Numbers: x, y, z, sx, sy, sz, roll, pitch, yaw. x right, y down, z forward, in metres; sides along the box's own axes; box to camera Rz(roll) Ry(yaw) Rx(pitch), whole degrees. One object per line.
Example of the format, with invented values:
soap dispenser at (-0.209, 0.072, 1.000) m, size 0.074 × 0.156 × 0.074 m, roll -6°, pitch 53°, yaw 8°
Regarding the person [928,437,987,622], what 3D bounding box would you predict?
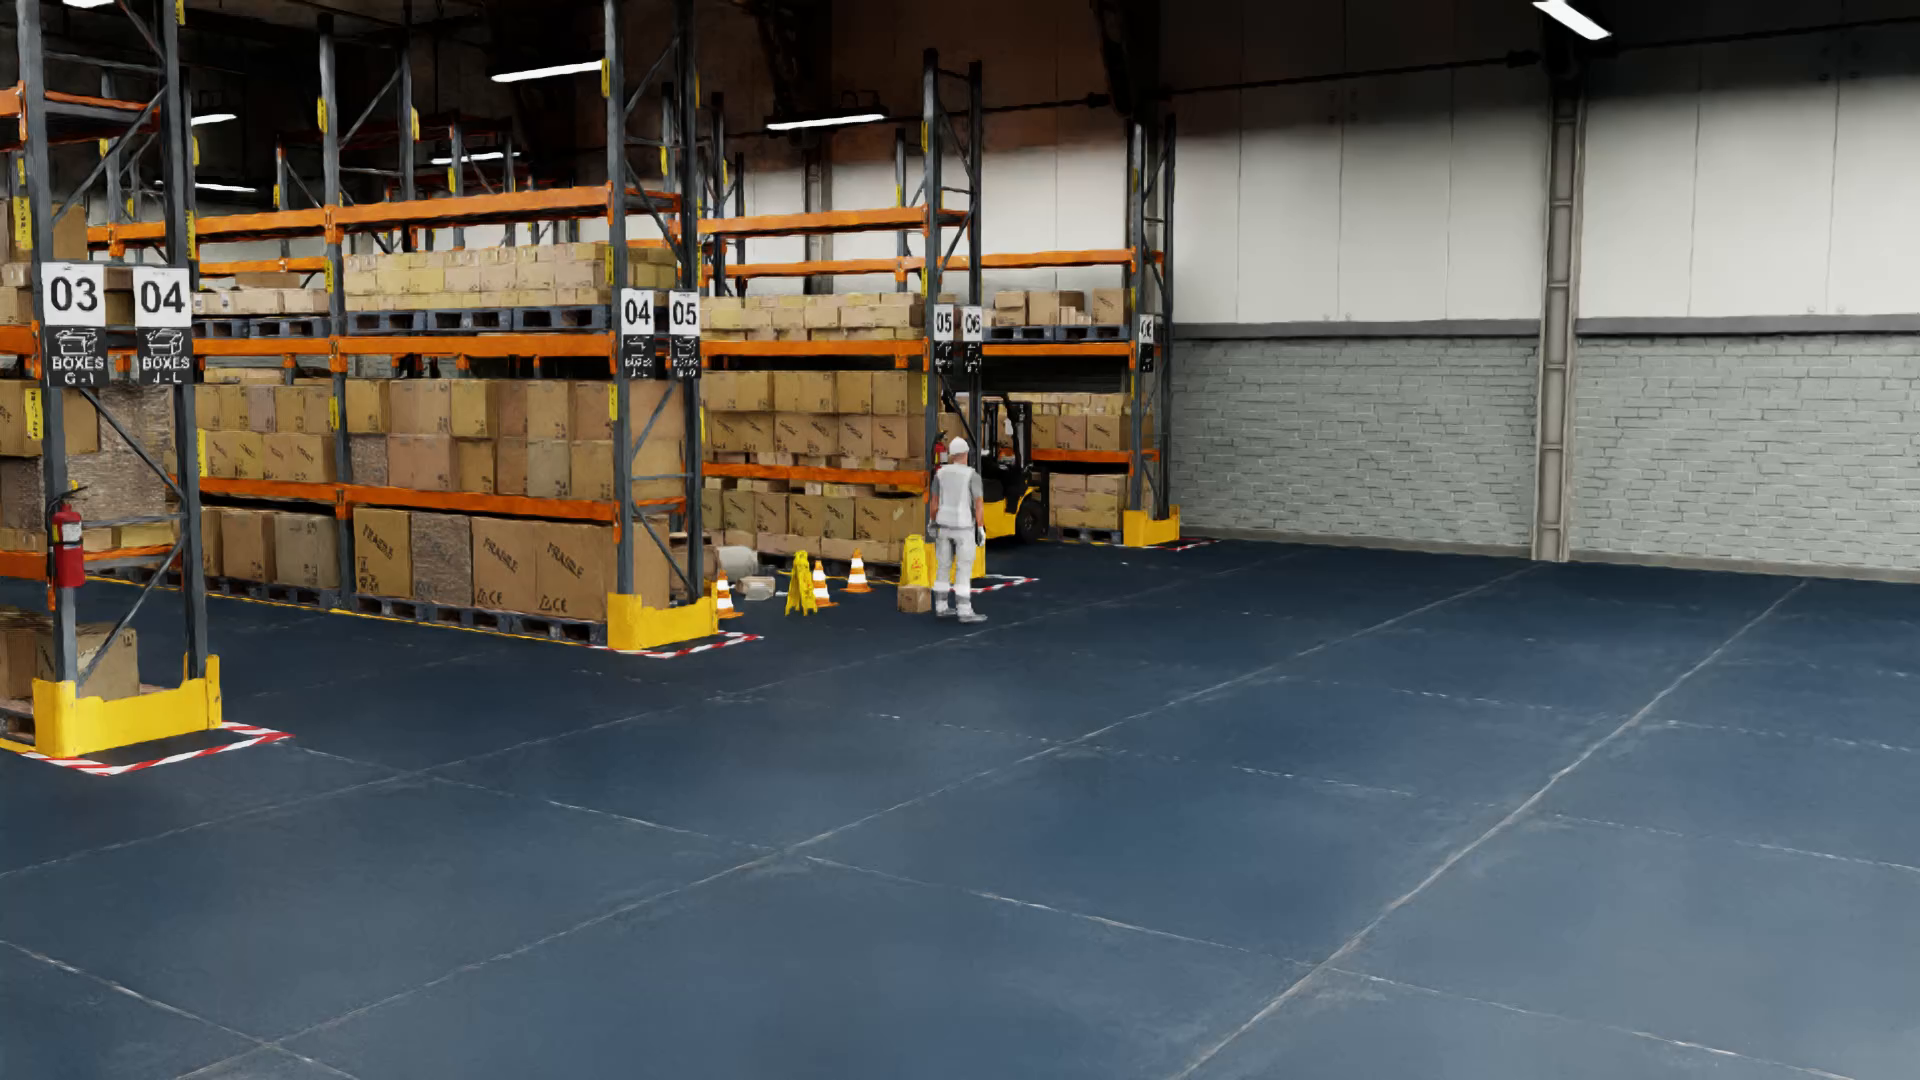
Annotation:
person at (-0.039, -0.116, 16.363) m, size 0.662 × 1.796 × 0.396 m, roll 4°, pitch 7°, yaw 30°
